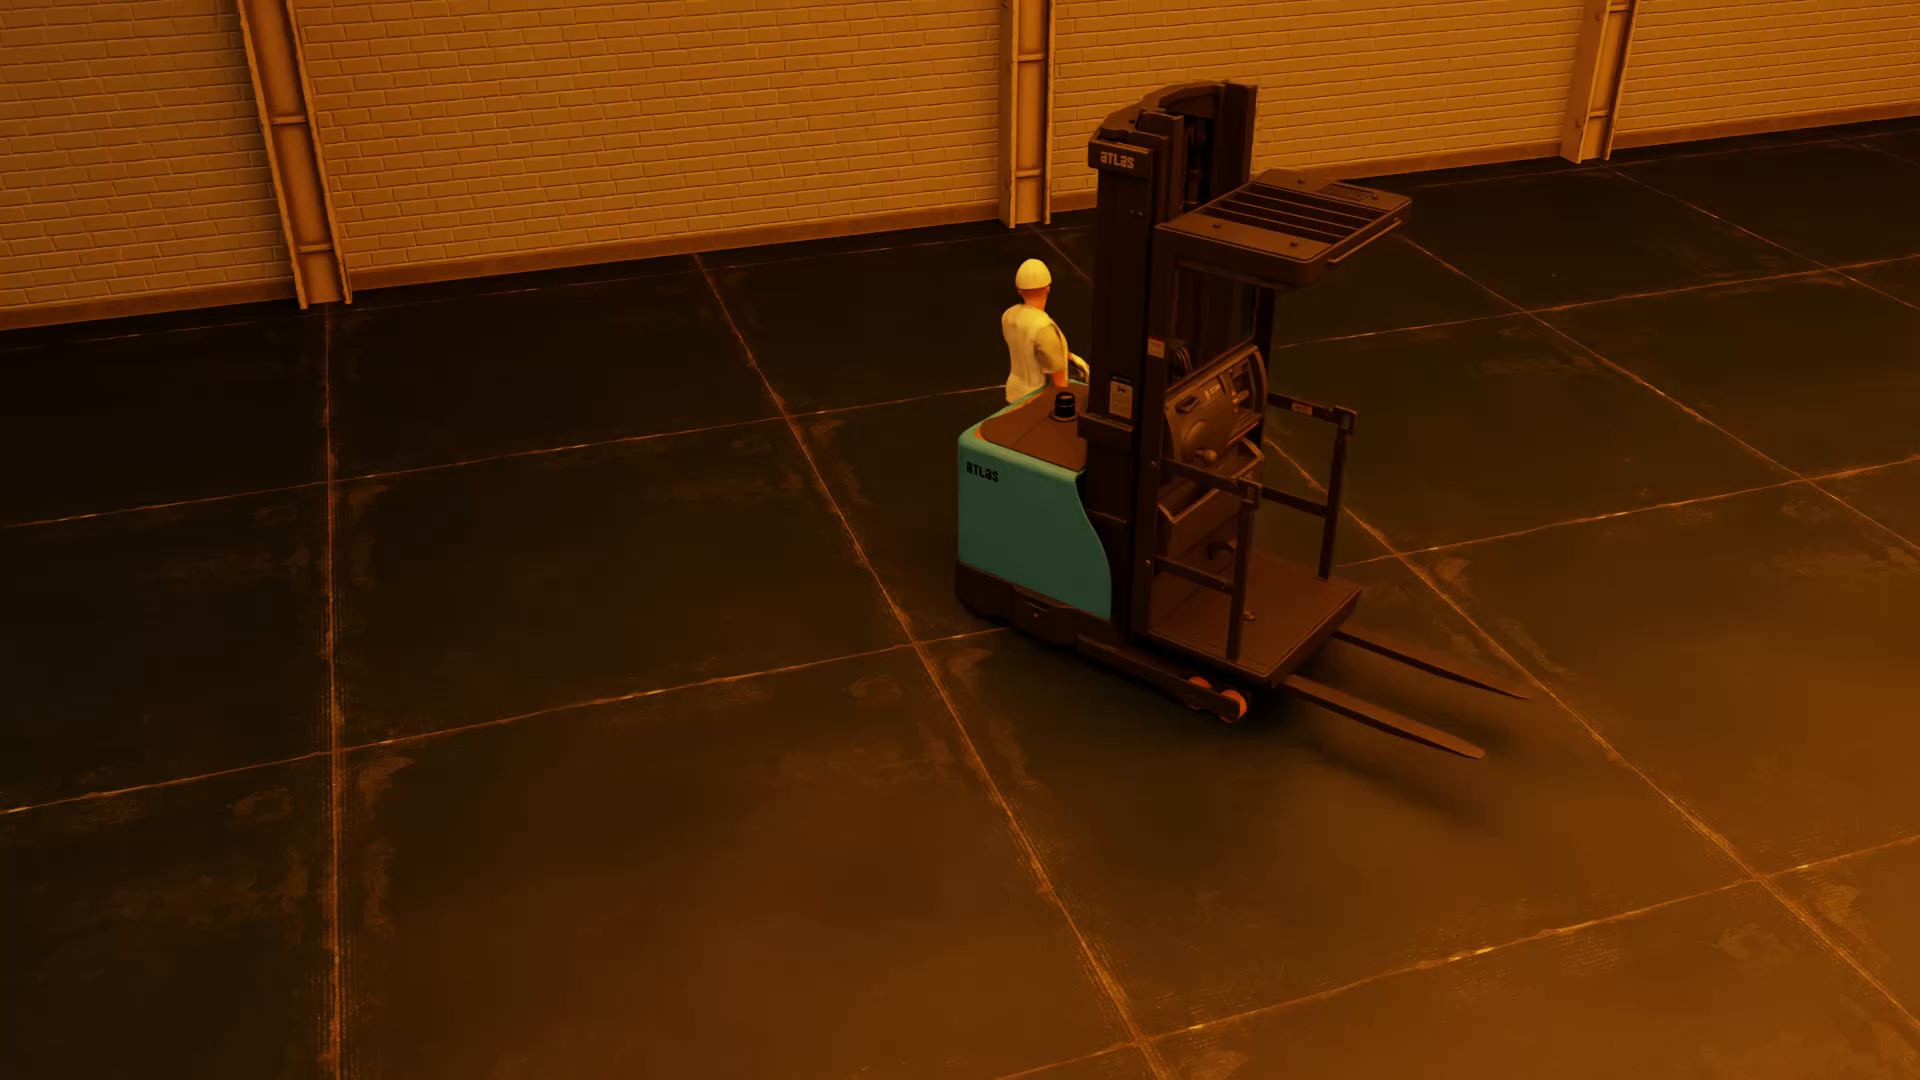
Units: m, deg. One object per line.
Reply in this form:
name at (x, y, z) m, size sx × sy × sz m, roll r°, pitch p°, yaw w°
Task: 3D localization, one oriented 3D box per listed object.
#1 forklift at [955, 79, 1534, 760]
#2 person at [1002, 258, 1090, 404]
forklift at (1.448, -0.644, 8.207) m, size 3.031 × 2.935 × 1.130 m, roll 21°, pitch 36°, yaw 32°
person at (0.531, -0.788, 9.686) m, size 0.832 × 1.730 × 0.704 m, roll -20°, pitch 35°, yaw -30°
